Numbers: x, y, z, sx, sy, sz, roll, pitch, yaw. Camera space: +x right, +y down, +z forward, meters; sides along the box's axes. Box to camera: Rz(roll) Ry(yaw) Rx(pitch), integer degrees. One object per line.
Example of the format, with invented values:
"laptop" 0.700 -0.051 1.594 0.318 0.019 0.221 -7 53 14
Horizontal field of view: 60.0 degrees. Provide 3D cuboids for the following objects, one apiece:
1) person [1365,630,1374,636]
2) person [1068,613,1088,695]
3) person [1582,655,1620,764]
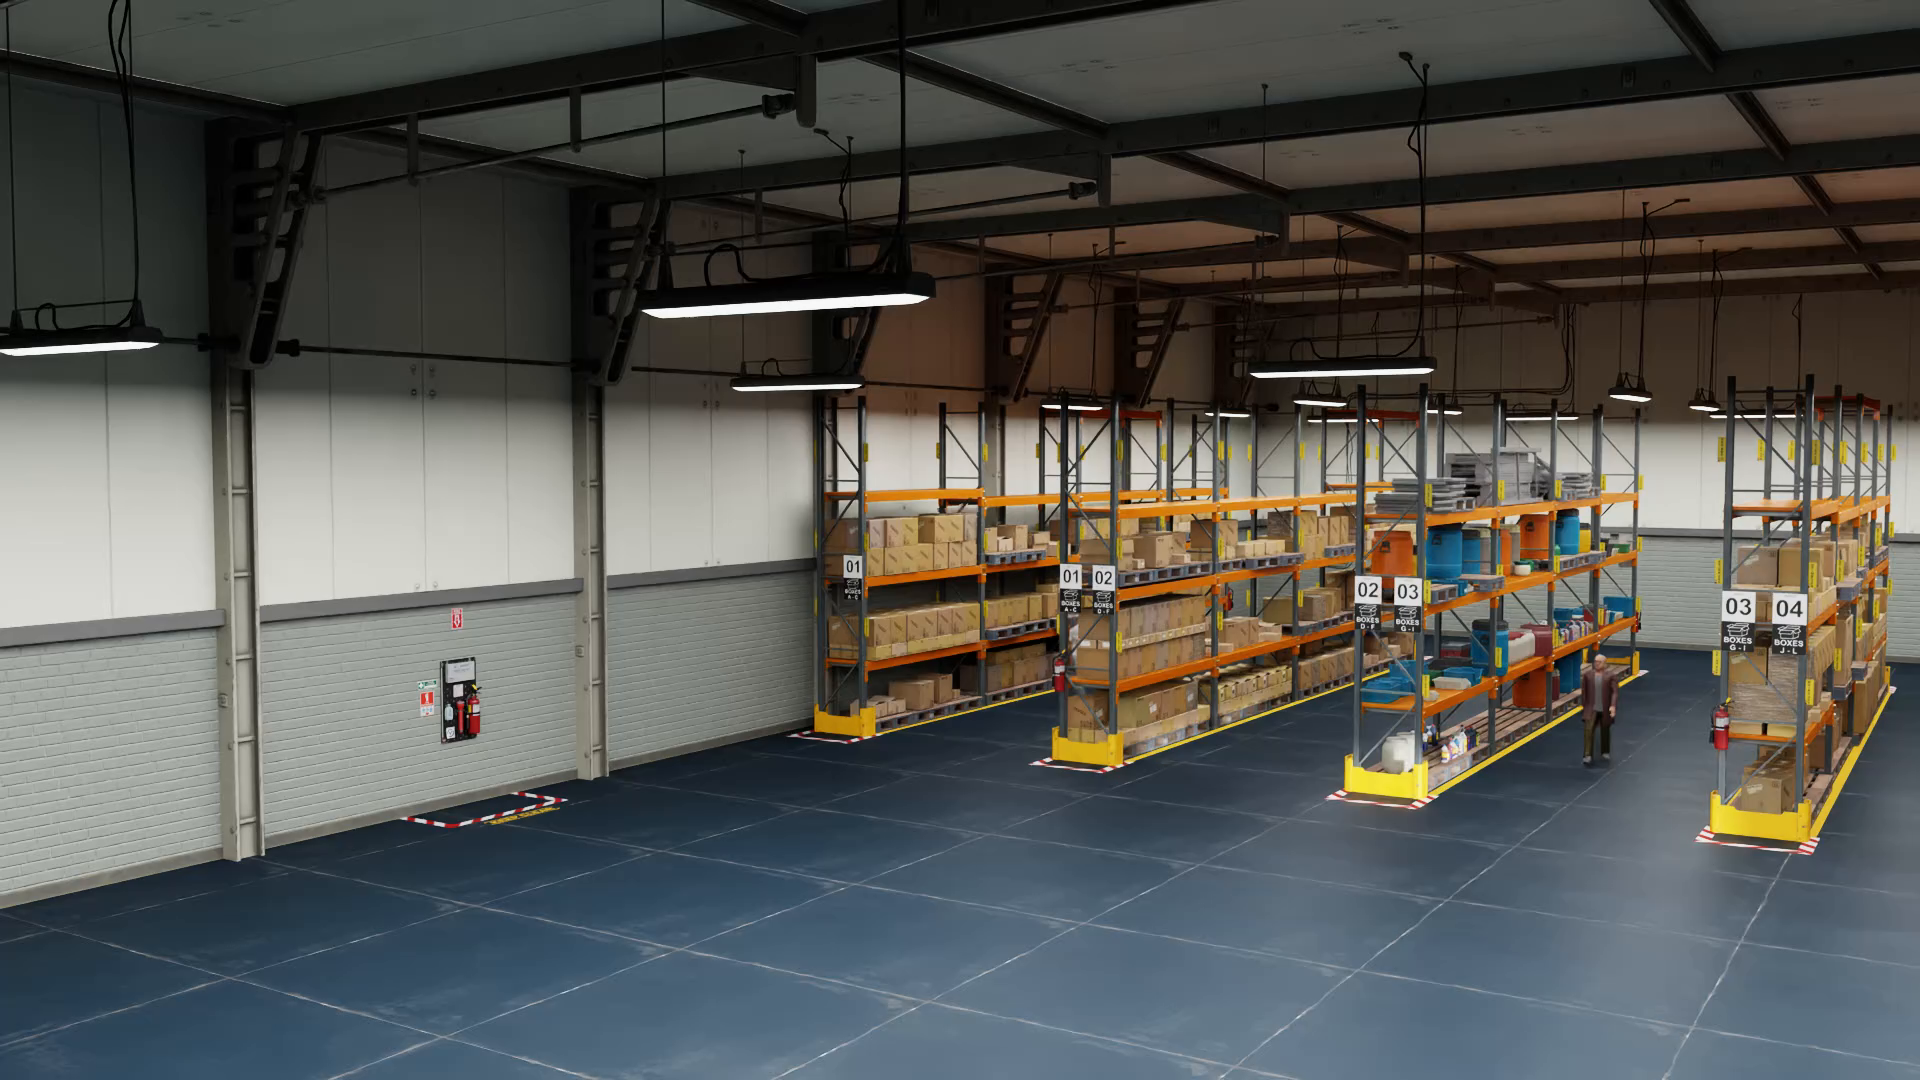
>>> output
"person" 10.448 1.995 42.644 0.460 1.522 0.921 -1 3 -26
"person" 2.446 2.353 33.720 0.575 1.753 0.649 3 4 40
"person" 10.258 2.712 26.689 0.595 1.728 1.094 2 3 28
